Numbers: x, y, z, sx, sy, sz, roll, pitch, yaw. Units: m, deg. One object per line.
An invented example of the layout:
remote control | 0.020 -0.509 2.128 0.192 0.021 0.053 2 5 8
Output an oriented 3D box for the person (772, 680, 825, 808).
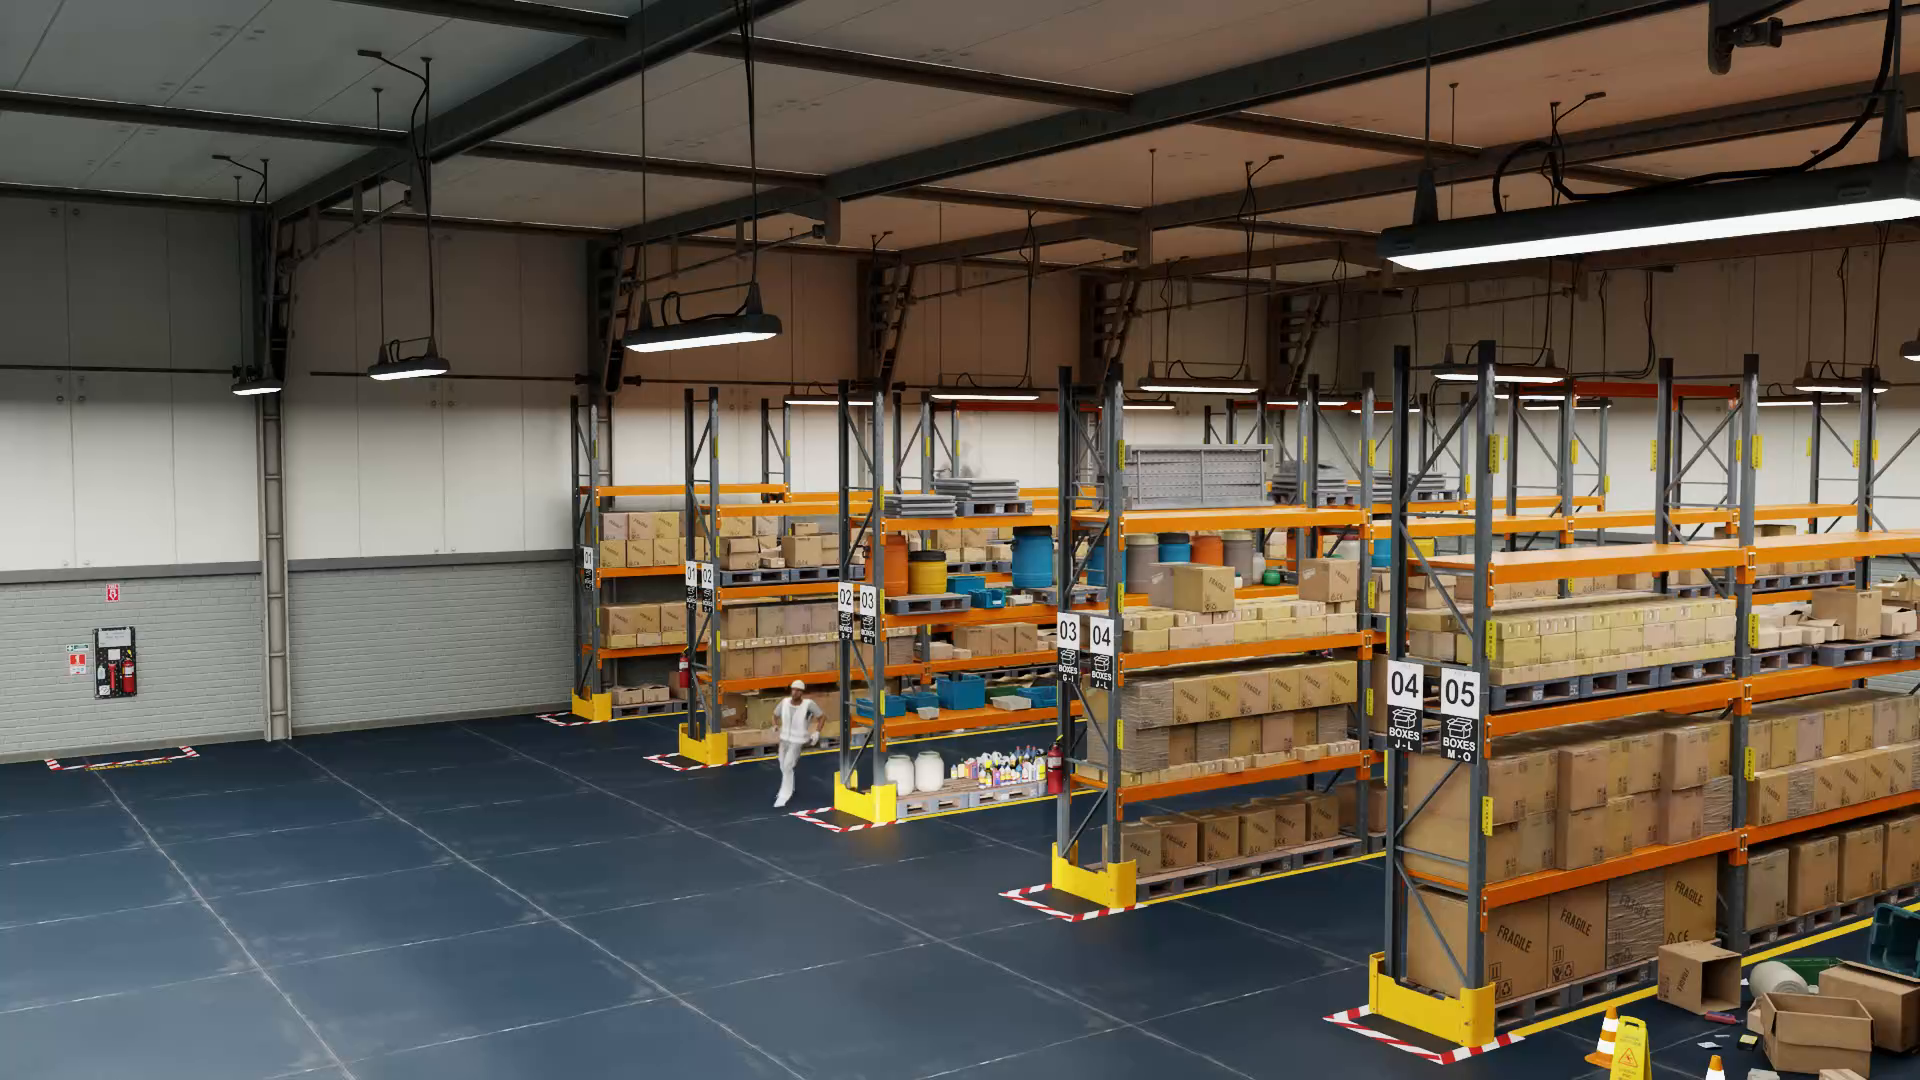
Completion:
person | -2.340 2.875 23.593 0.745 1.804 0.710 2 4 25
